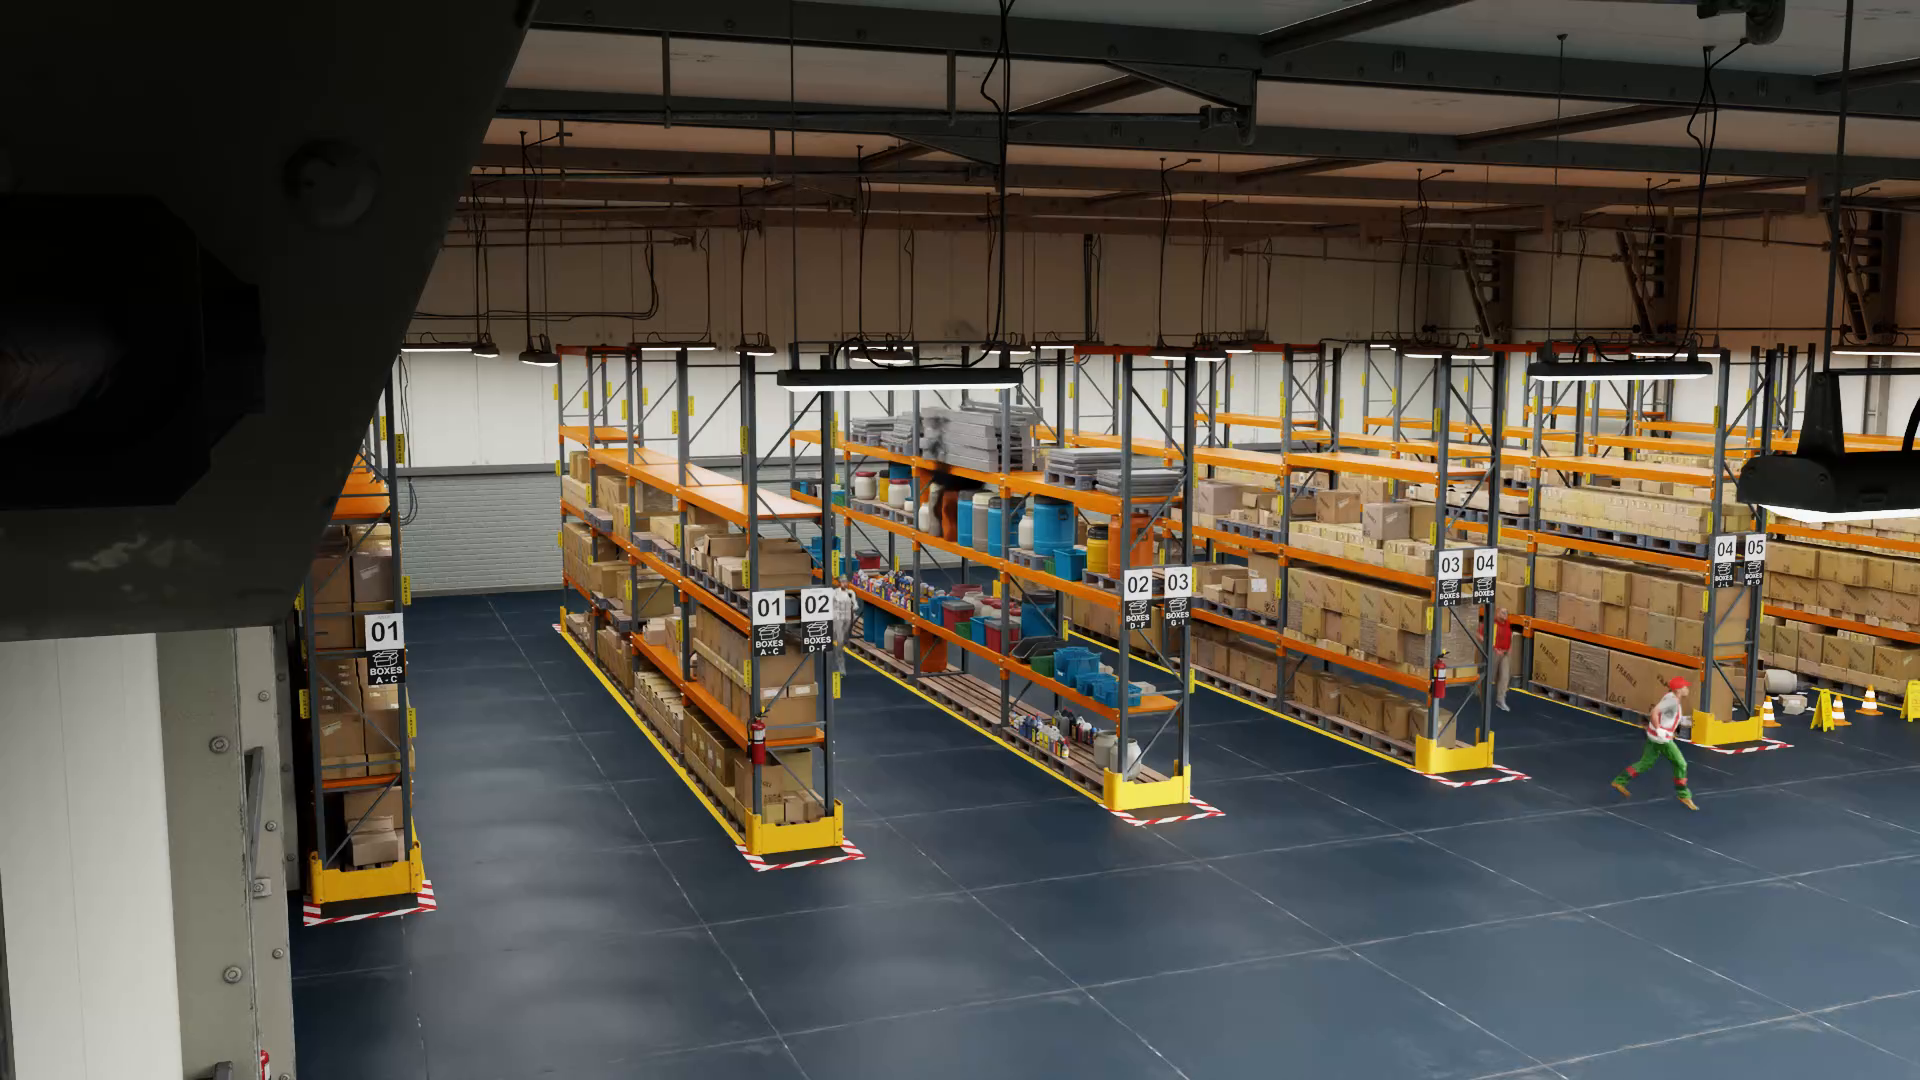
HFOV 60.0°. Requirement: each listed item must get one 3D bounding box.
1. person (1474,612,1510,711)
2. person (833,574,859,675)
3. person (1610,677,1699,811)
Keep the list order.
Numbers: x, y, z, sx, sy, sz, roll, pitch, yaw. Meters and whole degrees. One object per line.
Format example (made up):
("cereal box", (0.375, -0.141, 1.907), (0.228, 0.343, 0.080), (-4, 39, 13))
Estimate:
("person", (9.007, 1.988, 27.982), (0.414, 1.650, 0.924), (-3, 8, -22))
("person", (-2.104, 1.487, 29.833), (0.593, 1.787, 0.728), (-4, 8, -28))
("person", (9.235, 2.674, 22.019), (1.106, 1.782, 0.641), (2, 7, 12))
